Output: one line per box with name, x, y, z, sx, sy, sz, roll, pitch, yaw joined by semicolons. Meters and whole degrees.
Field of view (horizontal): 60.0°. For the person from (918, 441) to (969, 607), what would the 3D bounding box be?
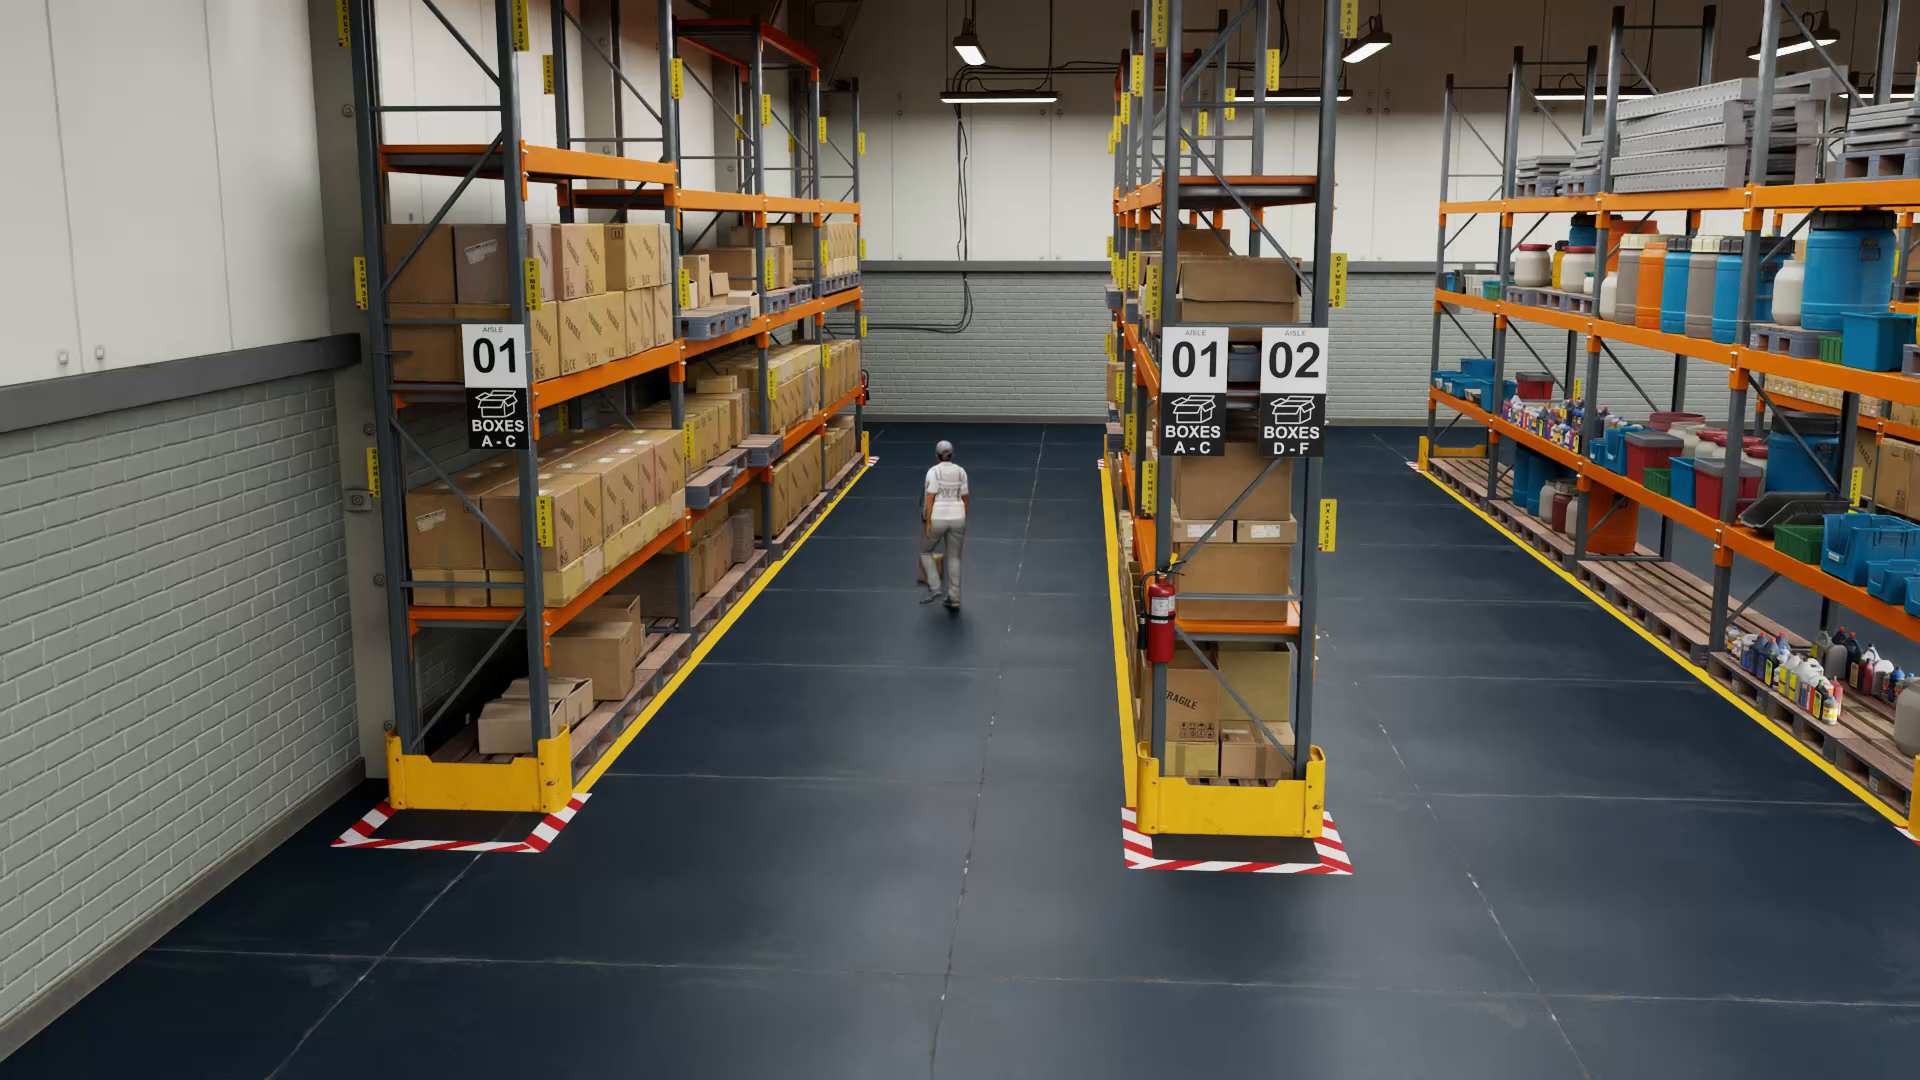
person;-0.147;-0.163;16.715;0.512;1.655;0.515;-4;12;-22
